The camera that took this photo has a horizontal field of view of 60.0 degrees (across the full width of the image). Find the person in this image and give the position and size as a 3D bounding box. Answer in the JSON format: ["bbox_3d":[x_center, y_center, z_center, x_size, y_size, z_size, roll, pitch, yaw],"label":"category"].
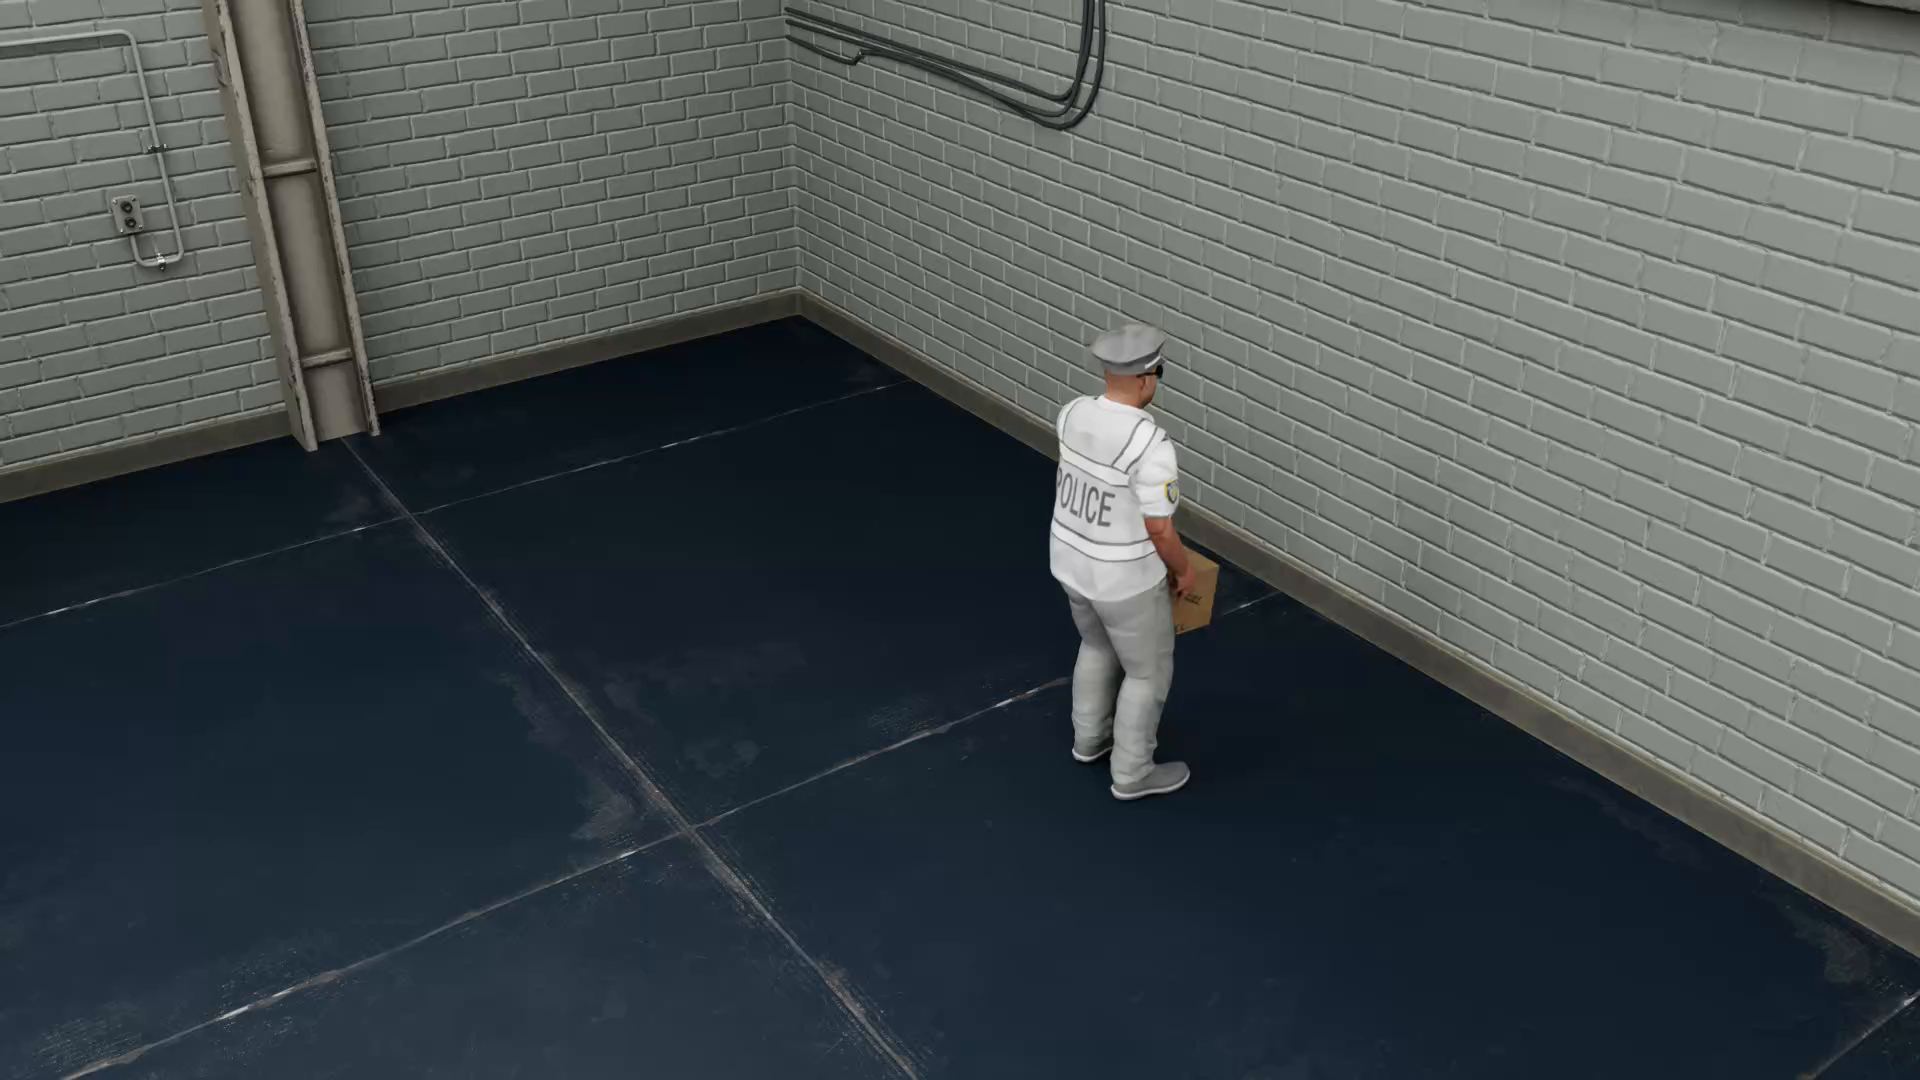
[{"bbox_3d":[0.575,0.087,5.939,0.470,1.763,0.547,-19,34,-32],"label":"person"}]
